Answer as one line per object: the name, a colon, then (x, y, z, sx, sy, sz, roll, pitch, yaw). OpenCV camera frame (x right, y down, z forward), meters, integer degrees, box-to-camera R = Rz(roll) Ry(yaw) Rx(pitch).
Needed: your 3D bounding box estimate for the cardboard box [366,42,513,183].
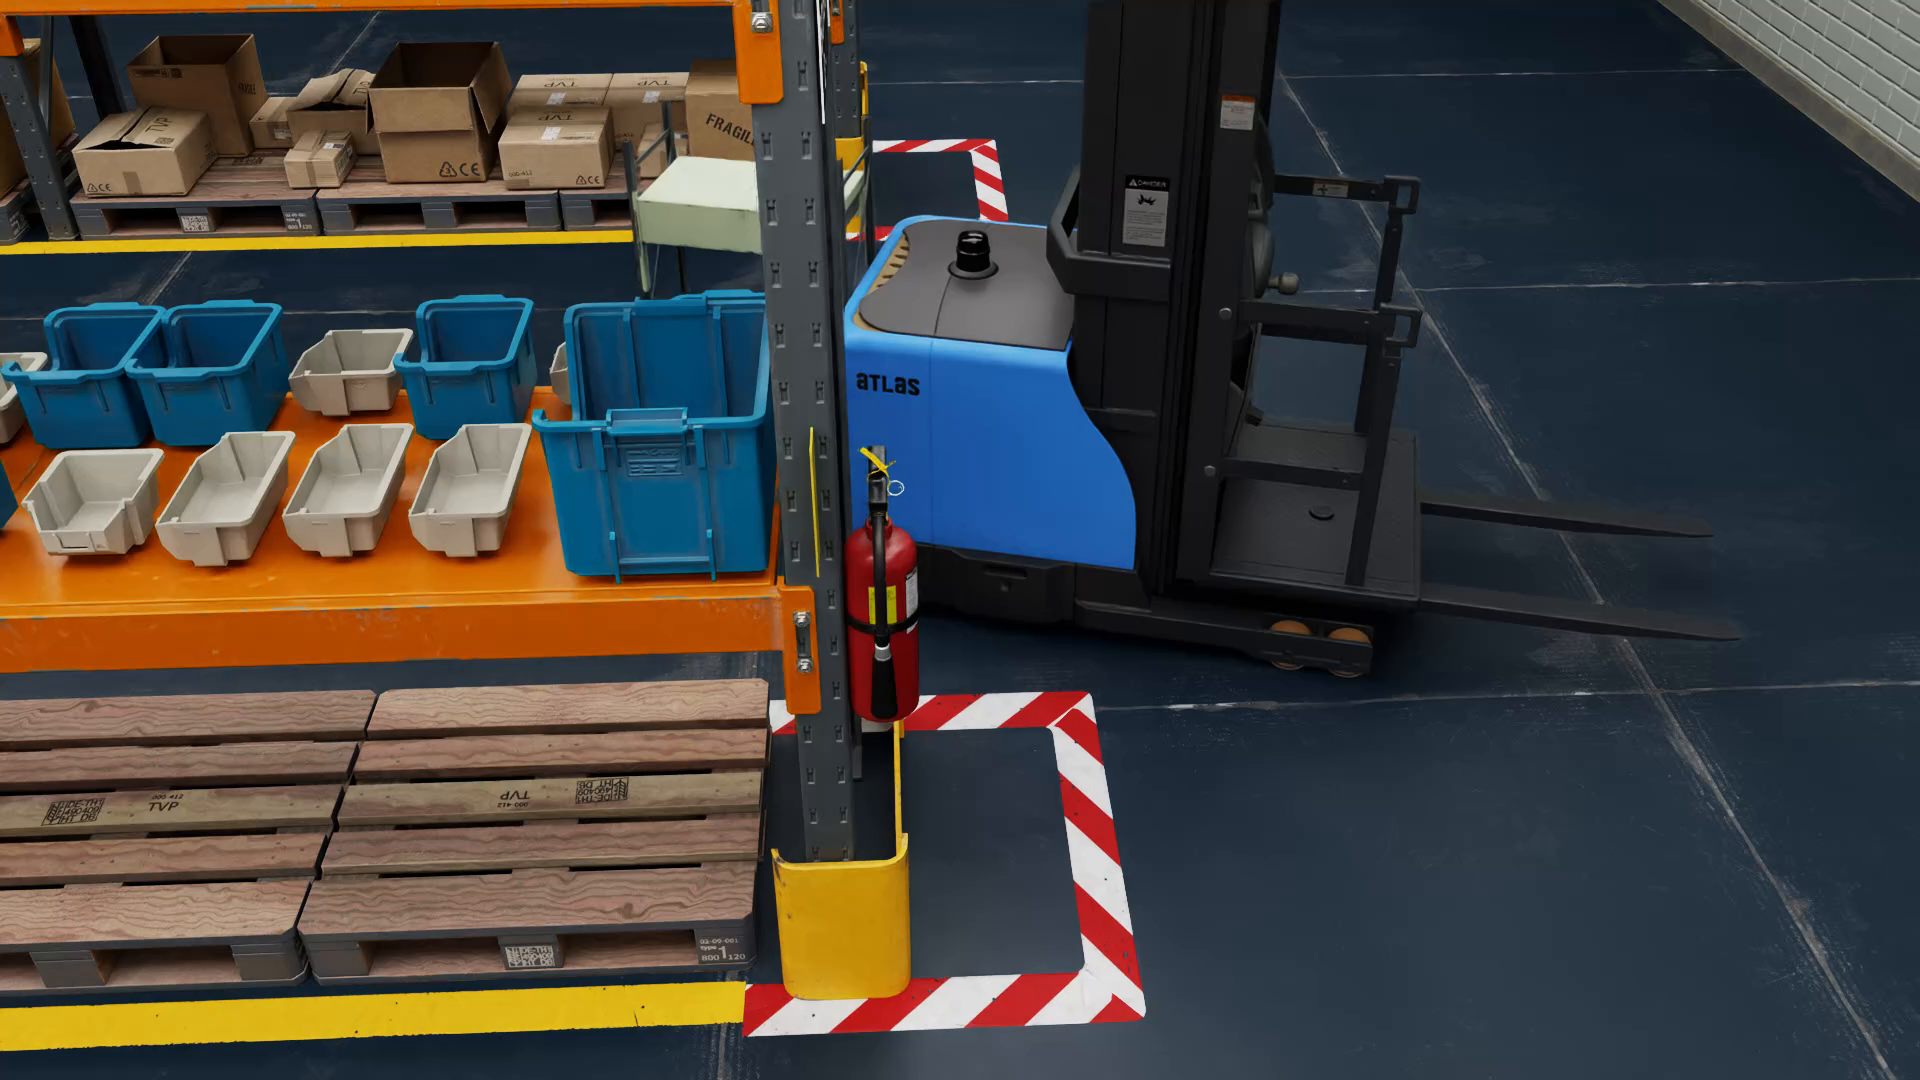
cardboard box: (-2.705, -2.240, 8.658, 0.637, 0.503, 0.797, -2, 35, -2)

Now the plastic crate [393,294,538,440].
plastic crate: (-1.275, -0.443, 4.349, 0.300, 0.233, 0.416, -2, 35, -2)

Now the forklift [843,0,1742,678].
forklift: (1.133, -1.076, 5.229, 3.031, 2.935, 1.130, 7, 35, 10)

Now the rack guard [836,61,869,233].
rack guard: (-0.661, -2.110, 8.860, 0.348, 0.500, 1.175, -2, 35, -2)

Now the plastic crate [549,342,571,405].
plastic crate: (-0.941, -0.460, 4.457, 0.298, 0.136, 0.250, -2, 35, -2)

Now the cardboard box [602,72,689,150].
cardboard box: (-1.642, -2.324, 9.001, 0.500, 0.250, 0.500, -2, 35, -2)

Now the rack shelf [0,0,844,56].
rack shelf: (-2.583, -2.790, 8.278, 4.000, 0.370, 1.077, -2, 35, -2)

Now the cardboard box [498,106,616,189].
cardboard box: (-2.067, -2.027, 8.573, 0.500, 0.250, 0.500, -2, 35, -2)

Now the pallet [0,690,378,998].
pallet: (-2.396, 0.854, 4.831, 1.213, 0.211, 1.003, -2, 35, -2)

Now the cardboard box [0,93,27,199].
cardboard box: (-5.060, -2.009, 8.327, 0.500, 0.500, 0.500, -2, 35, -2)

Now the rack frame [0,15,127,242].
rack frame: (-4.581, -3.032, 7.996, 0.127, 3.000, 1.000, -2, 35, -2)

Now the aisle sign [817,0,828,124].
aisle sign: (-0.269, -1.229, 3.105, 0.004, 0.787, 0.394, -2, 35, -2)

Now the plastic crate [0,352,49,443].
plastic crate: (-2.625, -0.351, 4.300, 0.466, 0.136, 0.293, -2, 35, -2)

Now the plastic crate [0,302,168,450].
plastic crate: (-2.232, -0.417, 4.311, 0.300, 0.233, 0.416, -2, 35, -2)

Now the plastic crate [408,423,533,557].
plastic crate: (-1.161, -0.116, 3.960, 0.243, 0.136, 0.396, -2, 35, -2)

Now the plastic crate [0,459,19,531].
plastic crate: (-2.394, -0.079, 3.823, 0.300, 0.233, 0.416, -2, 35, -2)

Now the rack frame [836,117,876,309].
rack frame: (-0.357, -0.726, 5.982, 0.023, 1.500, 0.400, 7, 35, 10)

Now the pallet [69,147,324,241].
pallet: (-3.895, -1.904, 8.815, 1.213, 0.211, 1.003, -2, 35, -2)

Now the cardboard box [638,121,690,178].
cardboard box: (-1.526, -2.042, 8.667, 0.250, 0.166, 0.380, -2, 35, -2)

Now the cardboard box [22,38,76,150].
cardboard box: (-5.076, -2.311, 8.763, 0.500, 0.500, 0.500, -3, 35, -4)

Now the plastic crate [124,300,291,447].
plastic crate: (-1.932, -0.425, 4.323, 0.300, 0.233, 0.416, -2, 35, -2)

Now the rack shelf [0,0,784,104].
rack shelf: (-2.353, -1.208, 3.356, 4.000, 0.370, 1.077, -2, 35, -2)

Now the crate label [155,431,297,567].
crate label: (-1.728, -0.095, 3.930, 0.243, 0.136, 0.396, -2, 35, -2)

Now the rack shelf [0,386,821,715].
rack shelf: (-2.353, 0.025, 4.210, 4.000, 0.370, 1.077, -2, 35, -2)

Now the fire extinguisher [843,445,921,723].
fire extinguisher: (-0.183, 0.115, 3.844, 0.183, 0.674, 0.296, -2, 35, -2)

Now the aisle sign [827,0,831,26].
aisle sign: (-0.297, -1.564, 3.590, 0.004, 0.787, 0.394, -2, 35, -2)

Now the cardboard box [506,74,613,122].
cardboard box: (-2.141, -2.310, 8.982, 0.500, 0.250, 0.500, -2, 35, -2)

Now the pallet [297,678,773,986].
pallet: (-1.180, 0.822, 4.876, 1.213, 0.211, 1.003, -2, 35, -2)

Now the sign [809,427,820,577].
sign: (-0.313, -0.079, 3.585, 0.005, 0.325, 0.100, -2, 35, -2)

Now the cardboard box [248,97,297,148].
cardboard box: (-3.654, -2.262, 9.001, 0.250, 0.149, 0.380, -2, 35, -2)

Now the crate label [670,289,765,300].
crate label: (-0.617, -0.461, 4.374, 0.303, 0.233, 0.416, -2, 35, -2)

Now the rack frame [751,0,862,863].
rack frame: (-0.355, -0.324, 4.083, 0.127, 3.000, 1.000, -2, 35, -2)

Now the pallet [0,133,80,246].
pallet: (-5.392, -1.842, 8.727, 1.213, 0.211, 1.003, -2, 35, -2)

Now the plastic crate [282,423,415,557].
plastic crate: (-1.451, -0.116, 3.961, 0.243, 0.136, 0.396, -2, 35, -2)

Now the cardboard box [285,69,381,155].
cardboard box: (-3.276, -2.305, 8.920, 0.500, 0.311, 0.500, -2, 35, -2)

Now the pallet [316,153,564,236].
pallet: (-2.673, -1.938, 8.865, 1.213, 0.211, 1.003, -2, 35, -2)

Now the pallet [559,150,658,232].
pallet: (-1.458, -1.969, 8.910, 1.213, 0.211, 1.003, -2, 35, -2)

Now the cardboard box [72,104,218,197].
cardboard box: (-4.152, -1.996, 8.474, 0.500, 0.311, 0.500, -2, 35, -2)

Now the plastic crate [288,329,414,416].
plastic crate: (-1.619, -0.441, 4.431, 0.298, 0.136, 0.250, -2, 35, -2)

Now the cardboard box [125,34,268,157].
cardboard box: (-4.025, -2.362, 8.837, 0.500, 0.500, 0.500, -2, 35, -2)

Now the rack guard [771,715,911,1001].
rack guard: (-0.331, 0.695, 4.806, 0.348, 0.500, 1.175, -2, 35, -2)

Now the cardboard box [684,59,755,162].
cardboard box: (-1.117, -2.139, 8.514, 0.500, 0.500, 0.500, -2, 35, -2)

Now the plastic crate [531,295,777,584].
plastic crate: (-0.680, -0.248, 3.889, 0.499, 0.435, 0.616, -2, 35, -2)

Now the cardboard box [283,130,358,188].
cardboard box: (-3.288, -1.966, 8.557, 0.250, 0.166, 0.380, -2, 35, -2)

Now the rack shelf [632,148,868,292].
rack shelf: (-0.714, -1.093, 5.825, 0.720, 0.370, 0.431, 7, 35, 10)

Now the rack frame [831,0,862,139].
rack frame: (-0.586, -3.140, 8.152, 0.127, 3.000, 1.000, -2, 35, -2)

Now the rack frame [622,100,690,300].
rack frame: (-1.072, -0.817, 6.113, 0.023, 1.500, 0.400, 7, 35, 10)

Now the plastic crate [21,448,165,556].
plastic crate: (-2.023, -0.076, 3.903, 0.250, 0.136, 0.298, -2, 35, -2)

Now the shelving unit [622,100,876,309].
shelving unit: (-0.714, -0.772, 6.047, 0.755, 1.500, 0.431, 7, 35, 10)
